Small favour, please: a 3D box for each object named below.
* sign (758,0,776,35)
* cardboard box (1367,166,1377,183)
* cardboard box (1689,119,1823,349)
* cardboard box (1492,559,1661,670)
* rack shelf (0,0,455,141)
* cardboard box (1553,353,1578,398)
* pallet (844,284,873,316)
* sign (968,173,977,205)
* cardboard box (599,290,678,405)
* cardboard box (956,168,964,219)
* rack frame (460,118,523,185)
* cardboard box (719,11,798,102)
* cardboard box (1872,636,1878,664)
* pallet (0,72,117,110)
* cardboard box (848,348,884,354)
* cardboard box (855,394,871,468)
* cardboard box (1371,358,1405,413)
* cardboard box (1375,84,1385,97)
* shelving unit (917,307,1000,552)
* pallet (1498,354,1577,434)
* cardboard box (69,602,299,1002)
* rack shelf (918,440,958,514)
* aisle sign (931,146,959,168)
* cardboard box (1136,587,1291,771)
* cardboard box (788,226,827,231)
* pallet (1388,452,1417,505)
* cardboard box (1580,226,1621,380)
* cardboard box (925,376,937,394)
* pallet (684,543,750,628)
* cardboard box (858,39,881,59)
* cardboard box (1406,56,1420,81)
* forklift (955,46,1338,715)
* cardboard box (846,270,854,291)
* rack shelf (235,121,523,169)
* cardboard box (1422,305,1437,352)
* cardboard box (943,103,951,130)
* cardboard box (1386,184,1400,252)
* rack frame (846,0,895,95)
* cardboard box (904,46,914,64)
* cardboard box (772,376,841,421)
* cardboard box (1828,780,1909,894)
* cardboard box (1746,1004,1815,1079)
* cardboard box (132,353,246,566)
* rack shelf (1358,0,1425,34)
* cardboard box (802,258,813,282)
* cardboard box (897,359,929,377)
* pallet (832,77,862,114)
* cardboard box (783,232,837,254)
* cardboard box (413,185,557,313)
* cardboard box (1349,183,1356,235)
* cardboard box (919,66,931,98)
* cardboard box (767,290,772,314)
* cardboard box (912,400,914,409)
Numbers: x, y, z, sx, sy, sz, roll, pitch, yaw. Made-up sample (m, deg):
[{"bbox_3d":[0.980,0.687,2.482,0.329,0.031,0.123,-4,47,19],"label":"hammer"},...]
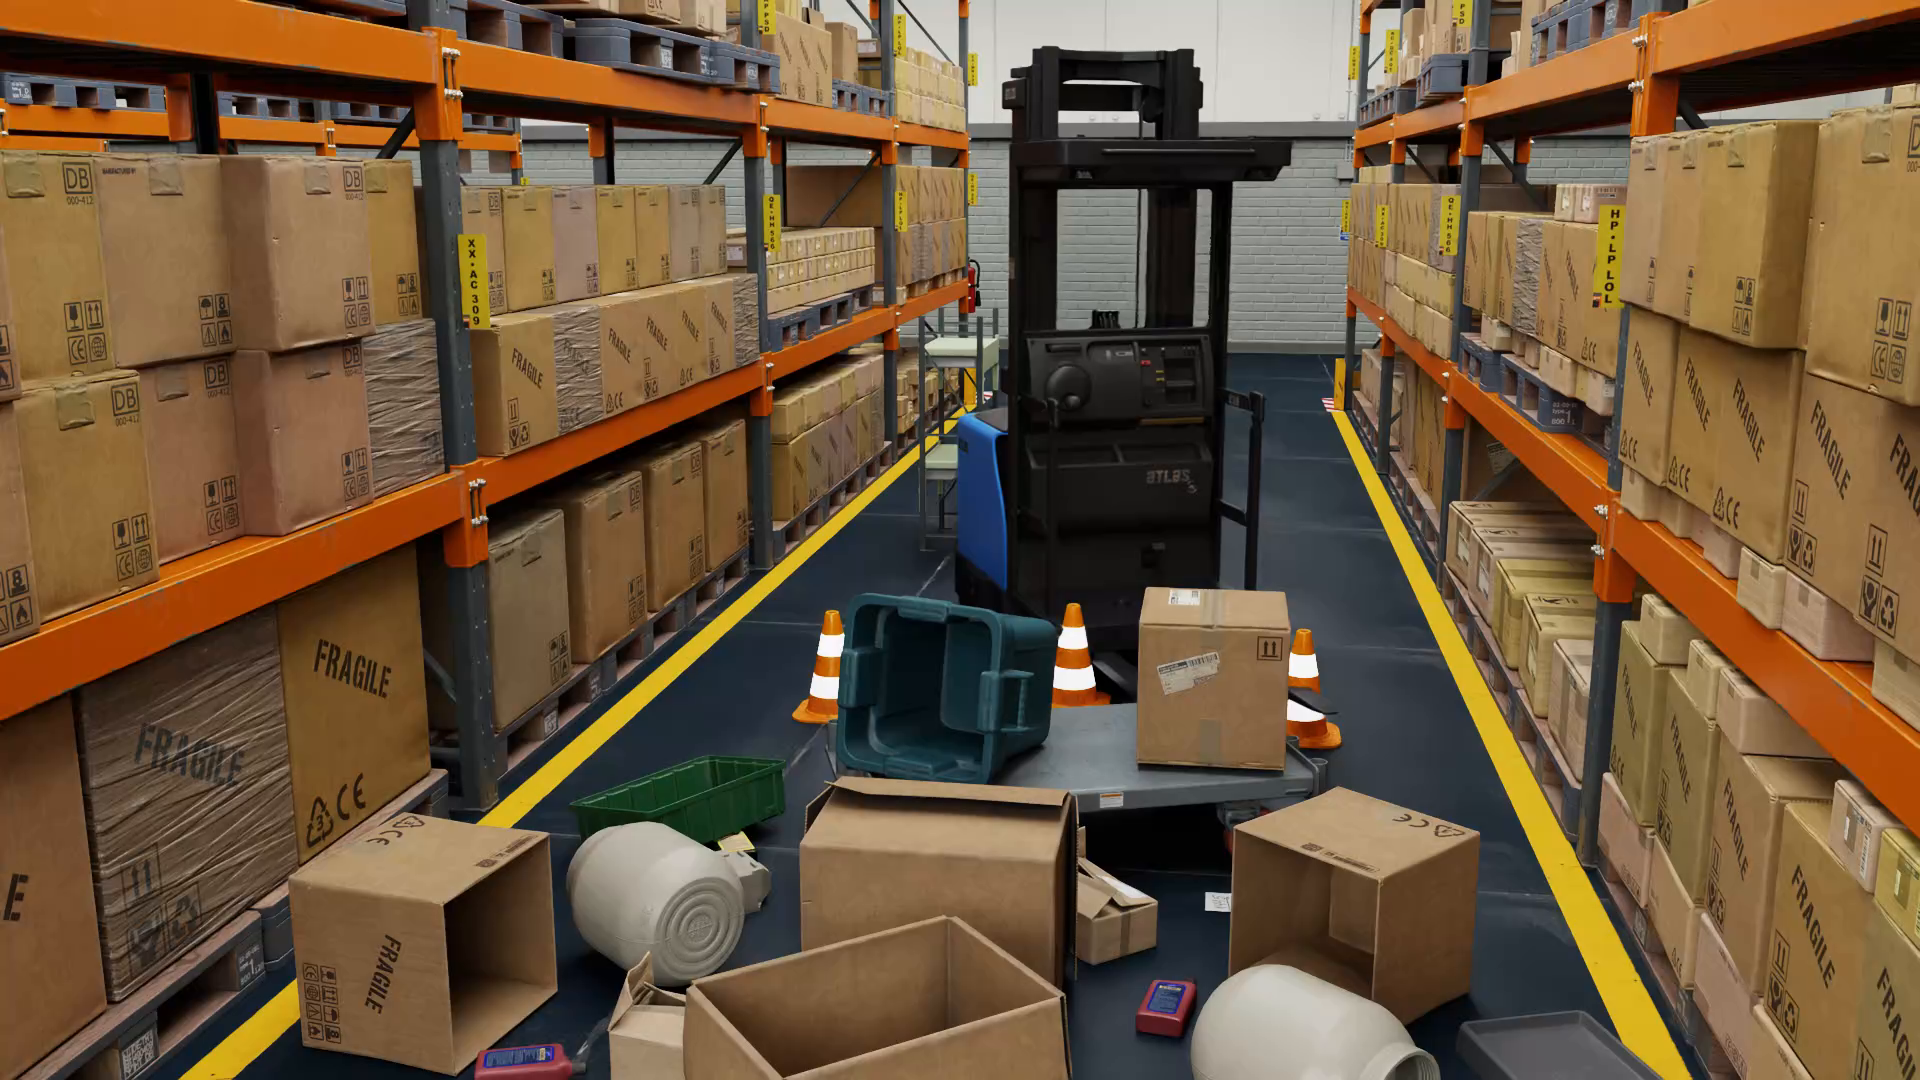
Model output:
[{"bbox_3d":[-1.097,-3.037,9.432,0.100,0.325,0.005,2,12,9],"label":"sign"},{"bbox_3d":[3.884,-3.294,15.005,0.380,0.149,0.250,2,12,7],"label":"cardboard box"},{"bbox_3d":[2.161,-0.716,3.881,0.700,0.500,0.500,2,12,7],"label":"cardboard box"},{"bbox_3d":[2.938,0.348,7.498,0.950,0.372,0.625,2,12,11],"label":"cardboard box"},{"bbox_3d":[-2.567,-1.165,3.866,1.077,0.370,4.000,2,12,9],"label":"rack shelf"},{"bbox_3d":[2.516,-0.635,6.419,0.380,0.149,0.250,2,12,8],"label":"cardboard box"},{"bbox_3d":[-1.291,-1.884,13.069,1.003,0.211,1.213,2,12,9],"label":"pallet"},{"bbox_3d":[0.131,-3.663,17.371,0.100,0.325,0.005,2,12,9],"label":"sign"},{"bbox_3d":[-1.678,-0.931,7.956,0.500,0.500,0.500,2,12,10],"label":"cardboard box"},{"bbox_3d":[-0.239,-3.544,17.003,0.500,0.500,0.500,2,12,7],"label":"cardboard box"},{"bbox_3d":[-5.300,-3.146,18.473,1.000,3.000,0.127,2,12,9],"label":"rack frame"},{"bbox_3d":[-1.294,-2.925,10.087,0.500,0.500,0.500,2,12,9],"label":"cardboard box"},{"bbox_3d":[2.132,0.226,3.421,0.380,0.149,0.250,2,12,9],"label":"cardboard box"},{"bbox_3d":[-6.483,-2.991,11.079,1.213,0.211,1.003,2,12,11],"label":"pallet"},{"bbox_3d":[-0.919,-1.859,16.859,0.380,0.149,0.250,2,12,8],"label":"cardboard box"},{"bbox_3d":[-0.973,-0.846,12.736,0.500,0.500,0.500,2,12,7],"label":"cardboard box"},{"bbox_3d":[4.357,-1.447,15.670,0.875,0.438,0.875,2,12,10],"label":"cardboard box"},{"bbox_3d":[4.098,-4.204,15.622,0.380,0.149,0.250,2,12,11],"label":"cardboard box"},{"bbox_3d":[-0.001,-0.732,10.829,0.431,1.500,0.755,2,12,9],"label":"shelving unit"},{"bbox_3d":[2.998,-0.653,7.357,1.003,0.211,1.213,2,12,9],"label":"pallet"},{"bbox_3d":[-2.560,0.683,4.749,0.875,0.875,0.875,2,12,9],"label":"cardboard box"},{"bbox_3d":[-0.001,-0.413,10.898,0.431,0.370,0.720,2,12,9],"label":"rack shelf"},{"bbox_3d":[-0.106,-4.241,17.381,0.394,0.787,0.004,2,12,9],"label":"aisle sign"},{"bbox_3d":[0.884,0.473,5.814,0.500,0.500,0.500,2,12,9],"label":"cardboard box"},{"bbox_3d":[-1.234,-2.436,14.233,0.500,0.500,0.500,2,12,9],"label":"cardboard box"},{"bbox_3d":[3.833,-0.466,12.656,1.003,0.211,1.213,2,12,9],"label":"pallet"},{"bbox_3d":[2.491,-0.830,5.786,0.500,0.500,0.500,2,12,8],"label":"cardboard box"},{"bbox_3d":[-0.431,-1.475,15.782,0.380,0.149,0.250,2,12,9],"label":"cardboard box"},{"bbox_3d":[-1.840,0.226,9.445,1.003,0.211,1.213,2,12,9],"label":"pallet"},{"bbox_3d":[-0.745,-4.017,13.615,0.380,0.149,0.250,2,12,8],"label":"cardboard box"},{"bbox_3d":[3.337,-3.298,11.614,0.380,0.166,0.250,1,12,5],"label":"cardboard box"},{"bbox_3d":[0.831,-0.811,7.801,1.130,2.935,3.031,-3,13,-14],"label":"forklift"},{"bbox_3d":[-1.013,-1.967,12.601,0.380,0.149,0.250,1,12,6],"label":"cardboard box"},{"bbox_3d":[-5.607,-3.845,16.300,1.077,0.370,4.000,2,12,9],"label":"rack shelf"},{"bbox_3d":[3.146,-1.307,10.294,0.500,0.250,0.500,2,12,10],"label":"cardboard box"},{"bbox_3d":[-0.383,-4.045,15.879,0.500,0.250,0.500,2,12,11],"label":"cardboard box"},{"bbox_3d":[3.526,-2.448,12.621,0.500,0.500,0.500,2,12,9],"label":"cardboard box"},{"bbox_3d":[-1.029,-5.065,13.133,1.000,3.000,0.127,2,12,9],"label":"rack frame"},{"bbox_3d":[-0.603,-4.179,14.368,0.380,0.149,0.250,2,12,7],"label":"cardboard box"},{"bbox_3d":[-1.132,-0.993,11.637,0.500,0.250,0.500,2,12,9],"label":"cardboard box"},{"bbox_3d":[1.971,0.600,3.300,0.380,0.149,0.250,2,12,11],"label":"cardboard box"},{"bbox_3d":[2.053,1.251,3.600,0.500,0.250,0.500,1,12,7],"label":"cardboard box"},{"bbox_3d":[-2.566,-0.239,4.626,0.875,0.550,0.550,2,12,9],"label":"cardboard box"},{"bbox_3d":[4.185,-4.794,14.537,1.077,0.370,4.000,2,12,9],"label":"rack shelf"},{"bbox_3d":[-1.217,-1.838,11.294,0.380,0.149,0.250,2,12,9],"label":"cardboard box"},{"bbox_3d":[-0.506,-1.624,15.766,0.380,0.149,0.250,2,12,9],"label":"cardboard box"},{"bbox_3d":[-1.386,-3.165,11.887,1.213,0.211,1.003,2,12,9],"label":"pallet"},{"bbox_3d":[-1.099,-2.144,12.009,0.380,0.149,0.250,1,12,6],"label":"cardboard box"},{"bbox_3d":[-2.112,-1.215,6.900,0.700,0.500,0.500,2,12,8],"label":"cardboard box"},{"bbox_3d":[4.137,-3.272,16.446,0.500,0.500,0.500,2,12,7],"label":"cardboard box"},{"bbox_3d":[-0.546,-4.070,14.806,0.500,0.250,0.500,2,12,10],"label":"cardboard box"},{"bbox_3d":[-1.376,-1.468,10.286,0.380,0.149,0.250,2,12,8],"label":"cardboard box"},{"bbox_3d":[-0.632,-1.229,15.348,0.380,0.149,0.250,1,12,6],"label":"cardboard box"}]
